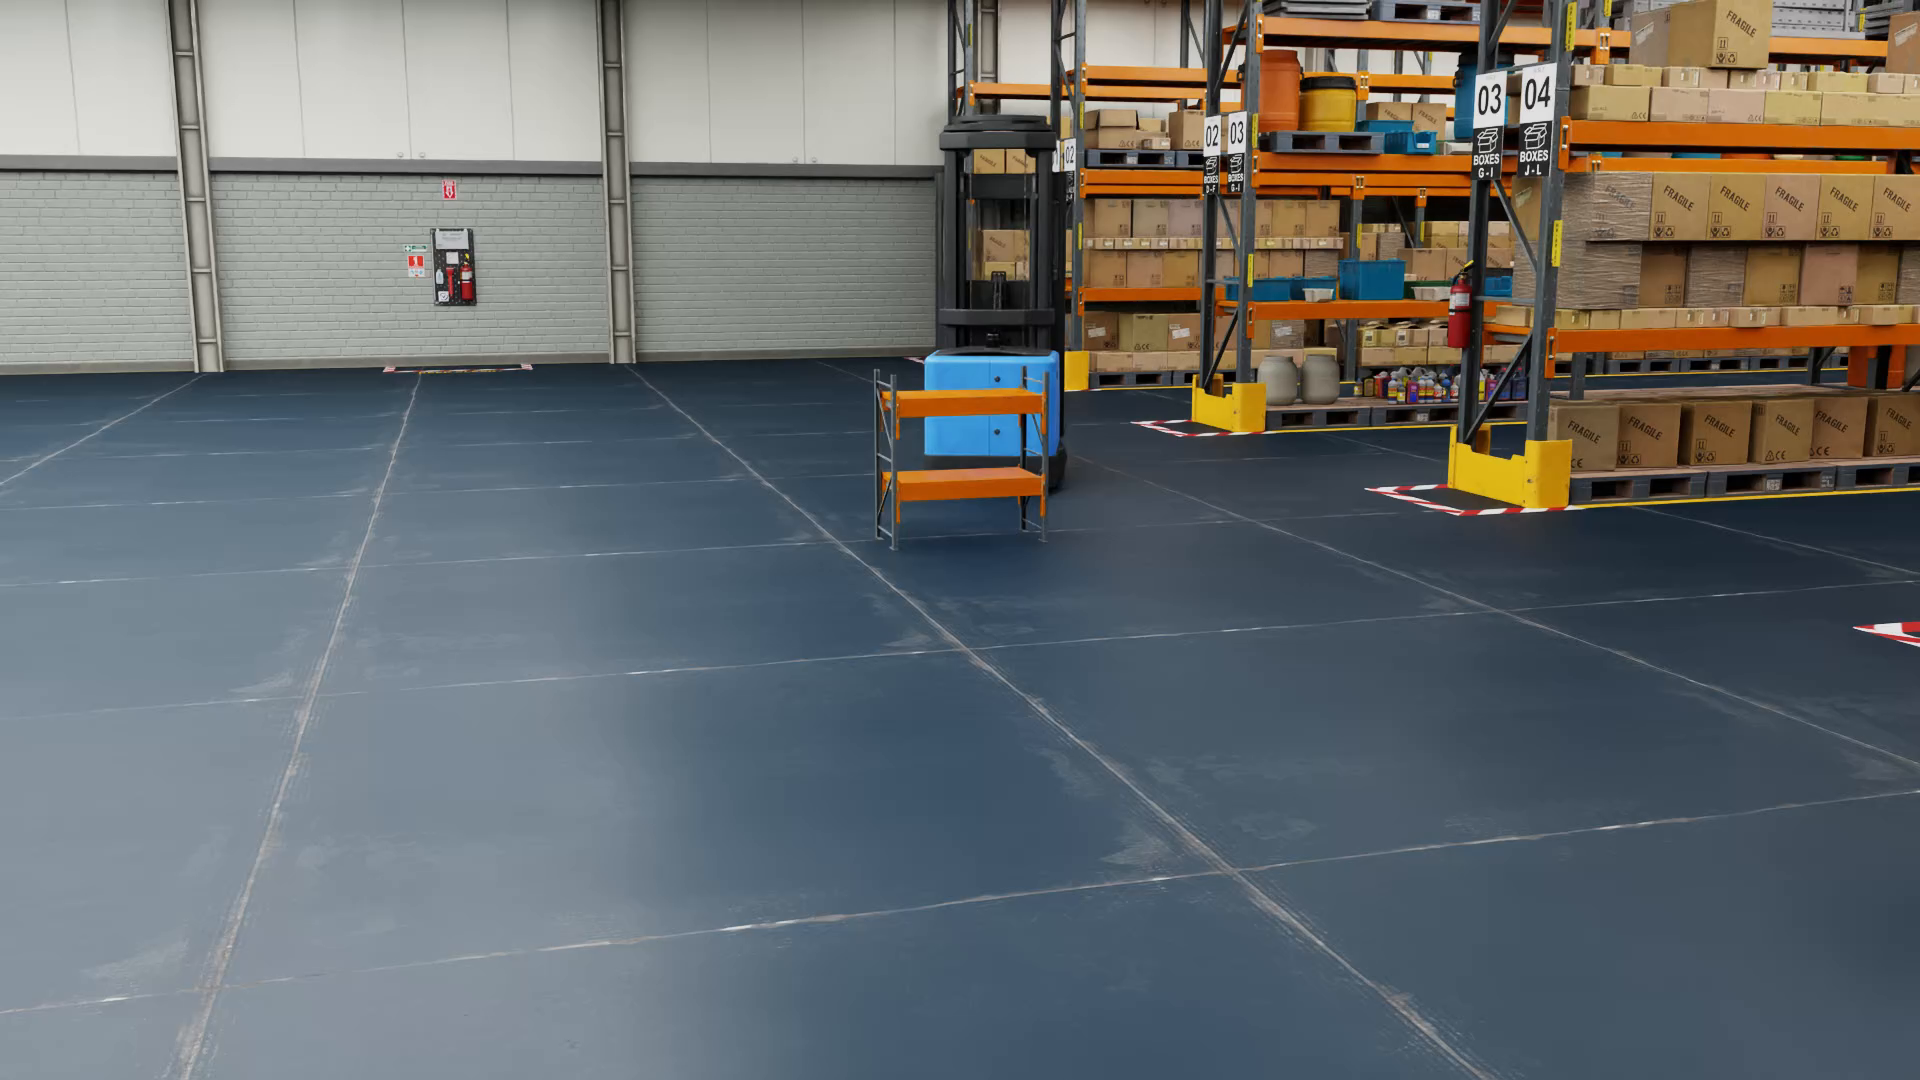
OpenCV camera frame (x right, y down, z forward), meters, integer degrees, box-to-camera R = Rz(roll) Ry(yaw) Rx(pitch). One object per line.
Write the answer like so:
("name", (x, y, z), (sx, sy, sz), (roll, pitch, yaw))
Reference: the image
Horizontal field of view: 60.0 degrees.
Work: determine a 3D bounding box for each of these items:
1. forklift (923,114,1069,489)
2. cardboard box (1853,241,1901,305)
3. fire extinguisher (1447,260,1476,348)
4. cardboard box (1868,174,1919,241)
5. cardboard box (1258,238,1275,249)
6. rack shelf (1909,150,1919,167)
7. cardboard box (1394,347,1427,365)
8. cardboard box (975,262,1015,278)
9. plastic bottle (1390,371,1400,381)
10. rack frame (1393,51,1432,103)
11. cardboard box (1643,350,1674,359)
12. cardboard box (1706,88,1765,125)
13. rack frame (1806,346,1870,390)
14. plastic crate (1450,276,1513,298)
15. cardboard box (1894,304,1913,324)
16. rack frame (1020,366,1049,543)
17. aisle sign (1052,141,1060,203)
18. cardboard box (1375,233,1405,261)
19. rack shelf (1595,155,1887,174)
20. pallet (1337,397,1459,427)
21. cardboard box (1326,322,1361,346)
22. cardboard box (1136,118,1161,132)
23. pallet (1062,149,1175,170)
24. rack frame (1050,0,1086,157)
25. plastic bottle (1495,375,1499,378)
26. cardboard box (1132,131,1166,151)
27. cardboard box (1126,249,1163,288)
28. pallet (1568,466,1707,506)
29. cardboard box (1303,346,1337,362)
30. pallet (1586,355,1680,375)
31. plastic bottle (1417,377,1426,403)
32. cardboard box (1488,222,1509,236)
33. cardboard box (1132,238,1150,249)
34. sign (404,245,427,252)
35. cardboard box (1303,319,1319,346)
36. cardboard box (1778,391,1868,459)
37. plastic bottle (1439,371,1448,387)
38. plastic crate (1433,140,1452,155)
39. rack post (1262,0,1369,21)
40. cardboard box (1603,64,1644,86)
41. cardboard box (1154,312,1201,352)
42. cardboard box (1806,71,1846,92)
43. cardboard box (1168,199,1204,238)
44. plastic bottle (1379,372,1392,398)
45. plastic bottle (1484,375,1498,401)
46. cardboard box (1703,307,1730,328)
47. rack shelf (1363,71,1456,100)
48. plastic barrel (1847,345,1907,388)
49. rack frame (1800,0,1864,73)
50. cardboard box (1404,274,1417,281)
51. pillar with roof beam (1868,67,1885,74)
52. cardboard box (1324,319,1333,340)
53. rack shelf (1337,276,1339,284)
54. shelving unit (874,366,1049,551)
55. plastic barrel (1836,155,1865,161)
("forklift", (0.358, -2.056, 14.120), (1.130, 2.935, 3.031), (1, 10, 5))
("cardboard box", (7.057, -2.177, 13.491), (0.500, 0.500, 0.875), (-3, 11, -16))
("fire extinguisher", (3.917, -1.847, 13.008), (0.183, 0.674, 0.296), (-3, 11, -16))
("cardboard box", (7.162, -2.604, 13.048), (0.500, 0.500, 0.500), (-3, 11, -16))
("cardboard box", (4.053, -4.001, 22.429), (0.250, 0.149, 0.380), (-3, 11, -16))
("rack shelf", (9.917, -3.236, 14.040), (4.000, 0.370, 1.077), (-3, 11, -16))
("cardboard box", (6.179, -2.593, 23.279), (0.500, 0.250, 0.500), (-3, 11, -15))
("cardboard box", (0.560, -4.299, 26.475), (0.500, 0.250, 0.500), (-3, 11, -18))
("plastic bottle", (4.795, -1.733, 18.481), (0.135, 0.276, 0.152), (-3, 11, -18))
("rack frame", (7.684, -7.749, 28.285), (0.127, 3.000, 1.000), (-3, 11, -16))
("cardboard box", (10.090, -2.926, 24.343), (0.500, 0.500, 0.500), (-3, 11, -18))
("cardboard box", (5.661, -3.243, 12.508), (0.500, 0.250, 0.500), (-3, 11, -16))
("rack frame", (10.453, -3.077, 19.473), (0.127, 3.000, 1.000), (-3, 11, -16))
("plastic crate", (5.625, -2.698, 17.827), (0.616, 0.251, 0.499), (-3, 11, -16))
("cardboard box", (7.373, -1.814, 13.311), (0.250, 0.149, 0.380), (-3, 11, -16))
("rack frame", (0.495, -0.579, 11.086), (0.032, 1.125, 0.500), (-3, 11, -16))
("aisle sign", (1.246, -4.859, 21.976), (0.004, 0.787, 0.394), (-3, 11, -16))
("cardboard box", (7.235, -5.039, 28.641), (0.500, 0.500, 0.700), (-4, 11, -23))
("rack shelf", (8.532, -4.097, 18.717), (4.000, 0.370, 1.077), (-3, 11, -16))
("pallet", (4.782, -1.414, 18.142), (1.213, 0.211, 1.003), (-3, 11, -16))
("cardboard box", (5.540, -2.936, 23.594), (0.500, 0.311, 0.500), (-3, 11, -16))
("cardboard box", (2.912, -6.520, 26.800), (0.500, 0.500, 0.500), (-2, 11, -13))
("pallet", (2.077, -4.996, 21.859), (1.213, 0.211, 1.003), (-3, 11, -16))
("rack frame", (1.391, -6.483, 21.409), (0.127, 3.000, 1.000), (-3, 11, -16))
("plastic bottle", (6.086, -1.769, 18.886), (0.097, 0.201, 0.097), (0, 10, 0))
("cardboard box", (2.423, -5.314, 22.209), (0.500, 0.250, 0.500), (-3, 11, -16))
("cardboard box", (2.345, -3.631, 22.209), (0.500, 0.500, 0.700), (-3, 11, -14))
("pallet", (5.019, -0.478, 13.060), (1.213, 0.211, 1.003), (-3, 11, -16))
("cardboard box", (4.847, -2.528, 22.929), (0.500, 0.250, 0.500), (-3, 11, -16))
("pallet", (9.799, -2.598, 24.574), (1.213, 0.211, 1.003), (-3, 11, -16))
("plastic bottle", (4.929, -1.601, 17.780), (0.097, 0.271, 0.097), (0, 10, 0))
("cardboard box", (9.186, -5.404, 28.893), (0.500, 0.250, 0.500), (-3, 11, -16))
("cardboard box", (2.320, -3.910, 21.932), (0.250, 0.149, 0.380), (-3, 11, -16))
("sign", (-8.264, -4.424, 25.233), (0.331, 0.109, 0.001), (-3, 11, -16))
("cardboard box", (4.699, -2.989, 23.363), (0.500, 0.500, 0.500), (-3, 11, -16))
("cardboard box", (7.054, -0.947, 13.648), (0.500, 0.500, 0.500), (0, 10, 2))
("plastic bottle", (5.409, -1.756, 18.623), (0.097, 0.271, 0.097), (0, 10, 0))
("plastic crate", (5.021, -4.213, 17.945), (0.450, 0.188, 0.336), (-3, 11, -16))
("rack post", (3.533, -5.392, 16.864), (0.954, 0.300, 0.937), (-2, 11, -10))
("cardboard box", (4.761, -3.378, 12.140), (0.250, 0.149, 0.380), (-3, 11, -15))
("cardboard box", (2.924, -2.798, 22.322), (0.500, 0.500, 0.500), (-3, 11, -16))
("cardboard box", (6.501, -3.476, 12.673), (0.250, 0.149, 0.380), (-2, 11, -13))
("cardboard box", (2.881, -4.297, 22.246), (0.500, 0.500, 0.700), (-3, 11, -16))
("plastic bottle", (4.692, -1.711, 18.342), (0.133, 0.283, 0.061), (-3, 11, -16))
("plastic bottle", (5.745, -1.647, 17.994), (0.133, 0.283, 0.061), (-2, 11, -12))
("cardboard box", (5.695, -1.725, 12.823), (0.250, 0.149, 0.380), (-3, 11, -16))
("rack shelf", (7.152, -6.237, 23.160), (4.000, 0.370, 1.077), (-3, 11, -16))
("plastic barrel", (10.918, -2.243, 19.782), (0.708, 0.830, 0.600), (-3, 11, -16))
("rack frame", (12.912, -7.091, 24.708), (0.127, 3.000, 1.000), (-3, 11, -16))
("cardboard box", (6.139, -3.621, 23.125), (0.250, 0.149, 0.380), (-3, 11, -16))
("pillar with roof beam", (18.919, -7.693, 27.978), (0.548, 9.000, 9.100), (-3, 11, -16))
("cardboard box", (6.011, -3.704, 28.572), (0.500, 0.500, 0.700), (-3, 11, -16))
("rack shelf", (5.763, -4.344, 28.344), (4.000, 0.370, 1.077), (-3, 11, -16))
("shelving unit", (0.006, -0.554, 10.946), (1.048, 1.125, 0.538), (-3, 11, -16))
("plastic barrel", (10.230, -4.454, 19.099), (0.294, 0.245, 0.294), (0, 10, 0))
